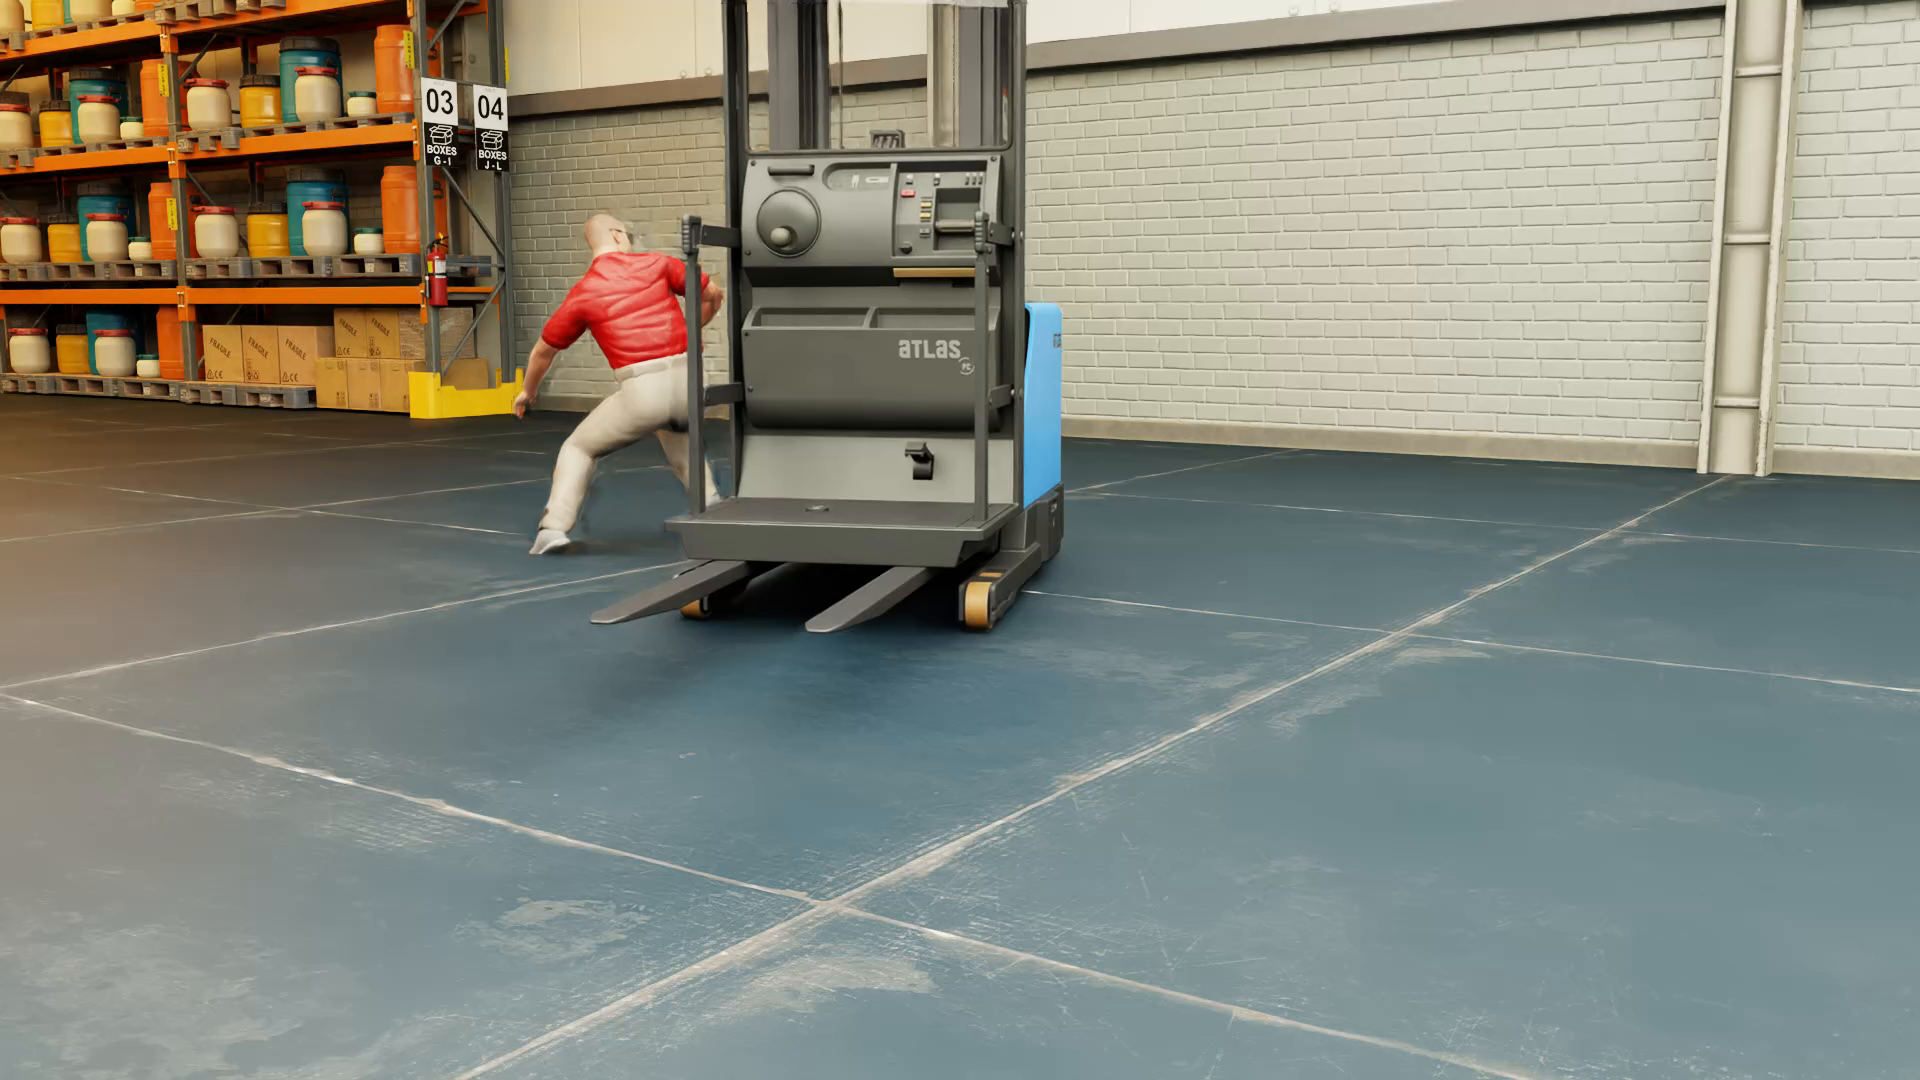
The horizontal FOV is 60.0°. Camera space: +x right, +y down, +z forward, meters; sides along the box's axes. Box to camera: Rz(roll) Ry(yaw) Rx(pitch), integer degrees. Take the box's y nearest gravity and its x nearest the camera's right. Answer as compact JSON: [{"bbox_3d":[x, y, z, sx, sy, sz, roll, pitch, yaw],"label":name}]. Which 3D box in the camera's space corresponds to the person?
[{"bbox_3d":[-1.512,-0.673,7.382,0.909,1.523,0.773,-5,9,-30],"label":"person"}]

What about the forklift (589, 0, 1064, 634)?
[{"bbox_3d":[-0.360,-1.210,5.699,1.130,2.935,3.031,2,8,12],"label":"forklift"}]
